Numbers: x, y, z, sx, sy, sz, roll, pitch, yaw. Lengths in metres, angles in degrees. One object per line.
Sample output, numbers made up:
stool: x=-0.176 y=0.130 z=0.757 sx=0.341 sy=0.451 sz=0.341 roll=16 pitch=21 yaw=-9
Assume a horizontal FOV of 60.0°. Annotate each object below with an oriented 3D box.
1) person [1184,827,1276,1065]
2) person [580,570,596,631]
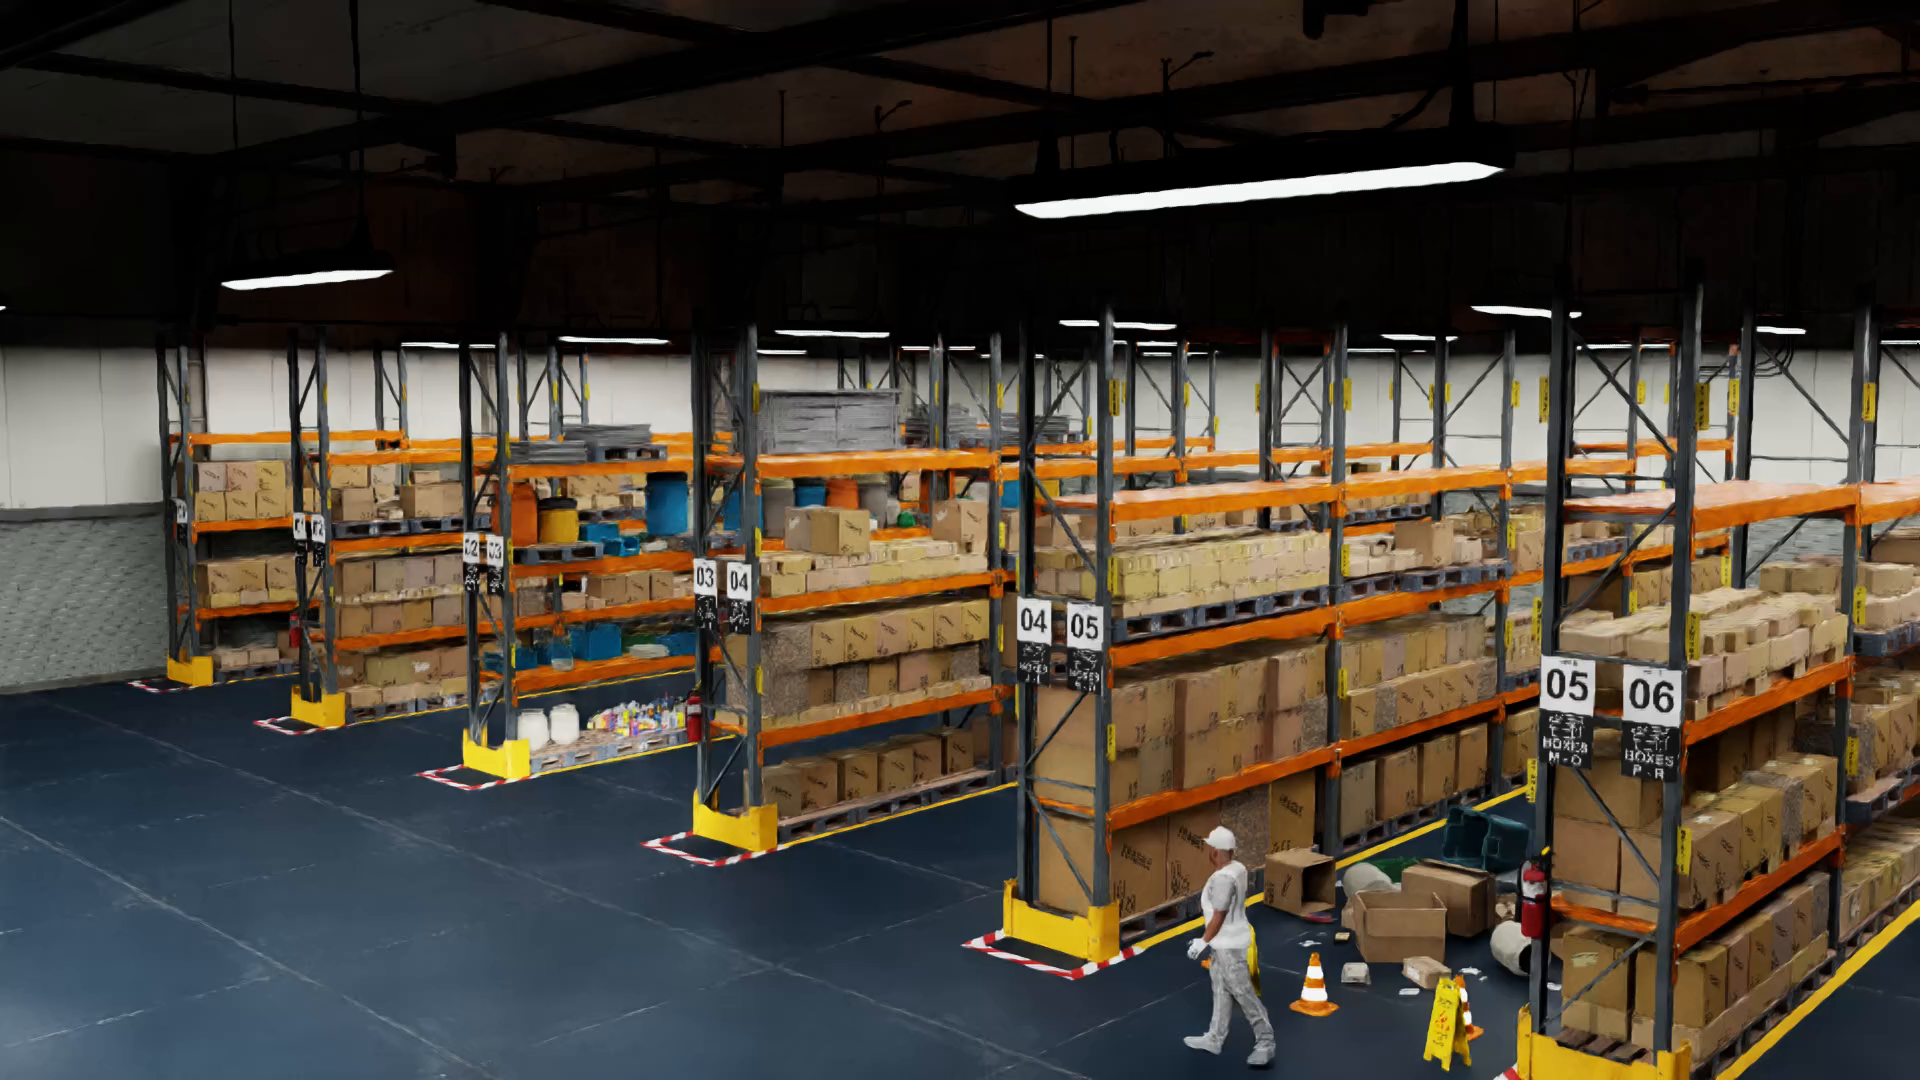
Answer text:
person: x=2.076 y=3.093 z=12.751 sx=0.714 sy=1.783 sz=0.567 roll=1 pitch=6 yaw=14
person: x=-7.334 y=1.258 z=32.974 sx=0.420 sy=1.602 sz=0.506 roll=2 pitch=6 yaw=18
